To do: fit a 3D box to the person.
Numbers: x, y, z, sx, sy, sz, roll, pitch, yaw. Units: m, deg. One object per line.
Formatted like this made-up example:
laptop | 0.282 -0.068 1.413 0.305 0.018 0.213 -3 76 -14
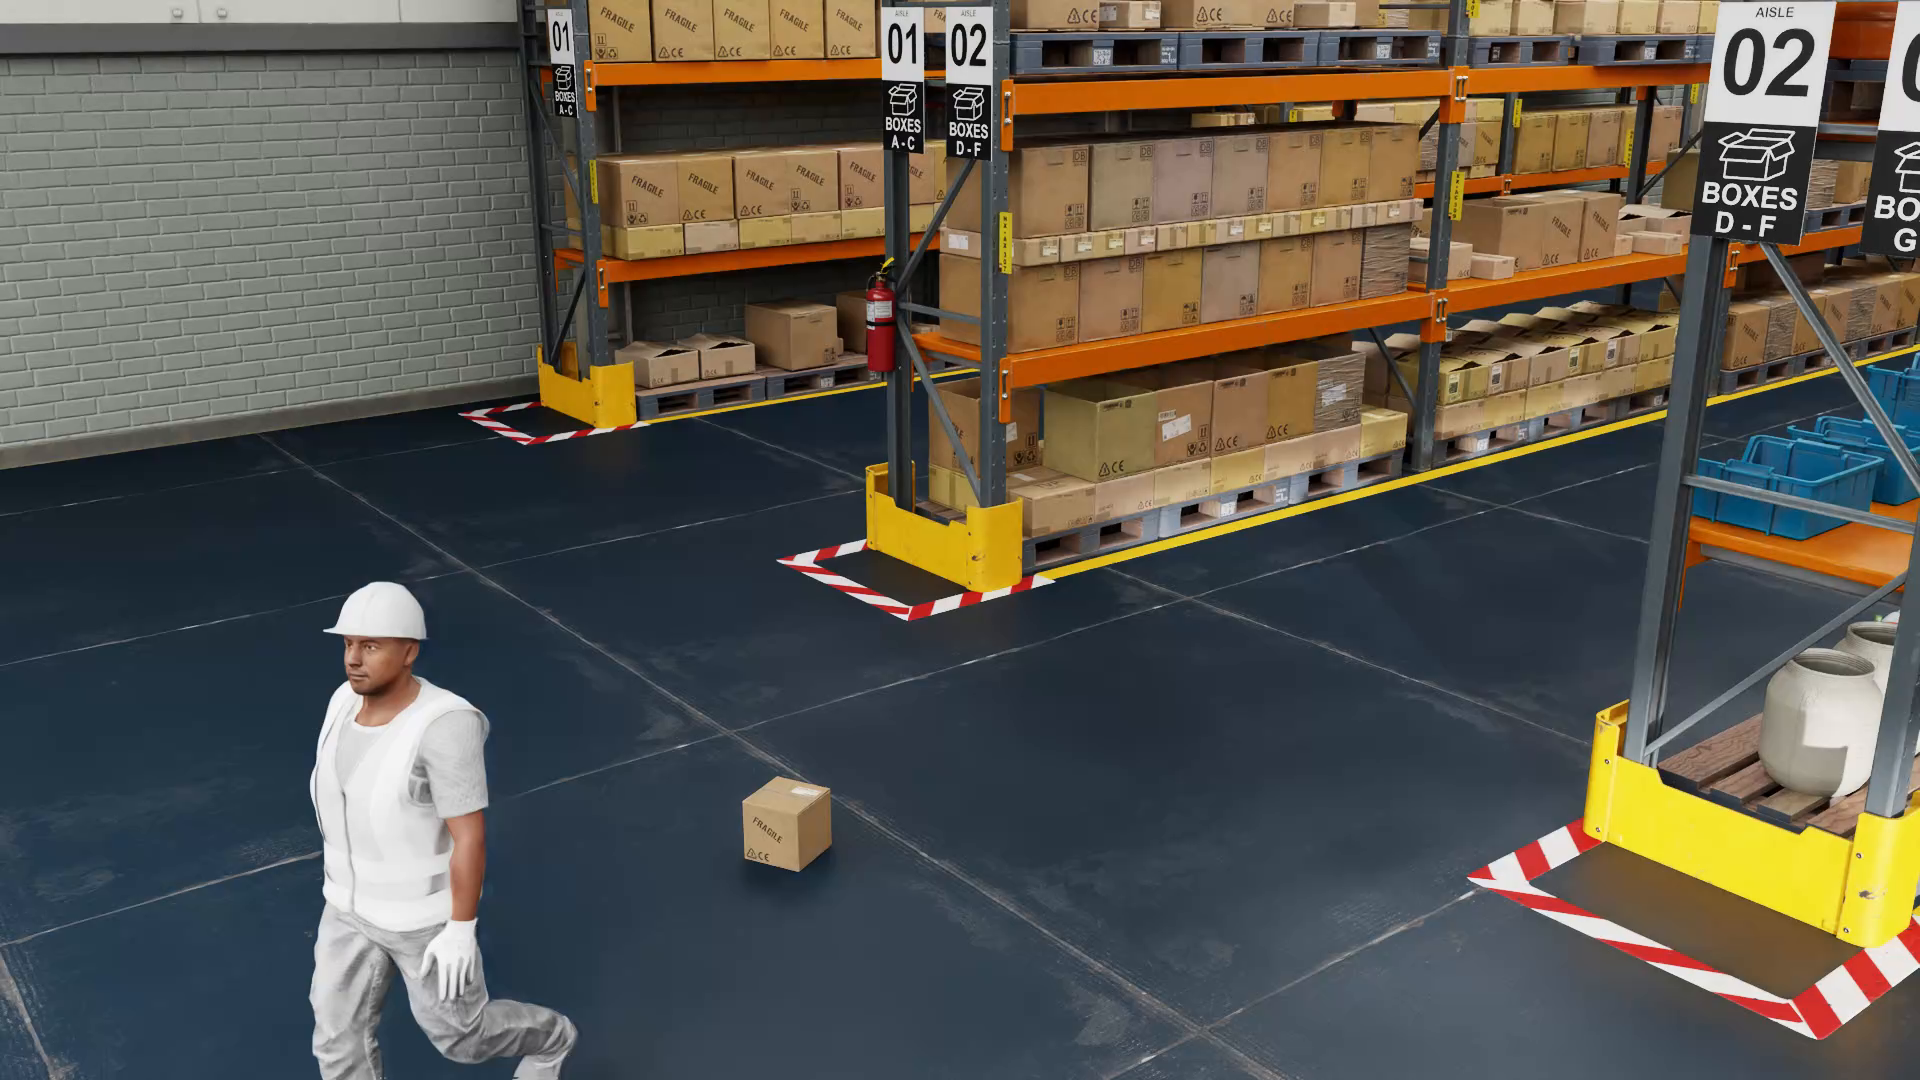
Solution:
person | -1.456 0.958 4.473 0.585 1.755 0.942 10 20 28
